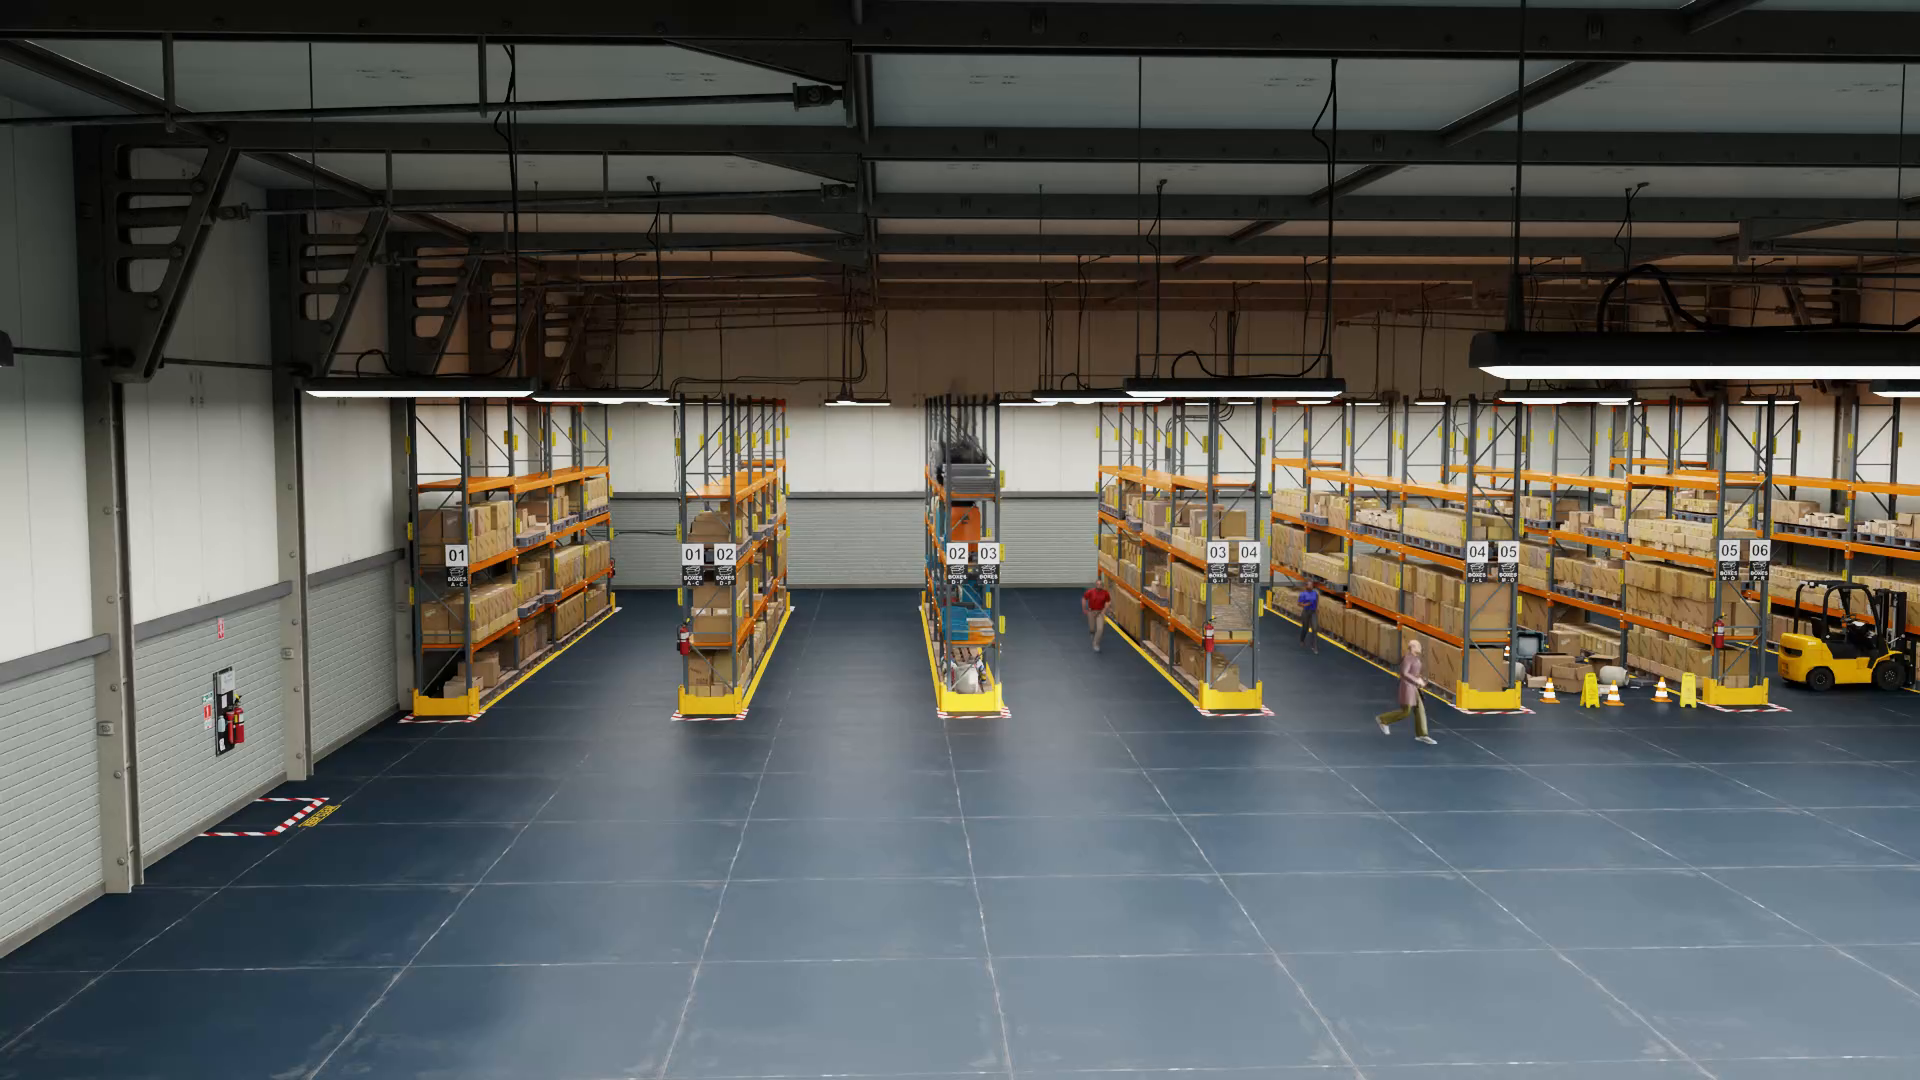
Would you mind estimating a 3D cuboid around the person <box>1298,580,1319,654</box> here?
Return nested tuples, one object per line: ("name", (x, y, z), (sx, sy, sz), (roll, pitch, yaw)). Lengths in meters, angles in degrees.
("person", (8.220, 1.786, 39.184), (0.576, 1.679, 0.890), (0, 5, -6))

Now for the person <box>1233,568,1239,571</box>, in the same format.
("person", (7.734, 1.188, 47.157), (0.639, 1.621, 0.658), (1, 5, 9))

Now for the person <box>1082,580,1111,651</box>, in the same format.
("person", (3.252, 1.777, 39.668), (0.693, 1.696, 0.724), (0, 5, -3))

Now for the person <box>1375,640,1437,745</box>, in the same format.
("person", (7.683, 2.589, 28.549), (1.060, 1.772, 0.734), (2, 5, 26))
